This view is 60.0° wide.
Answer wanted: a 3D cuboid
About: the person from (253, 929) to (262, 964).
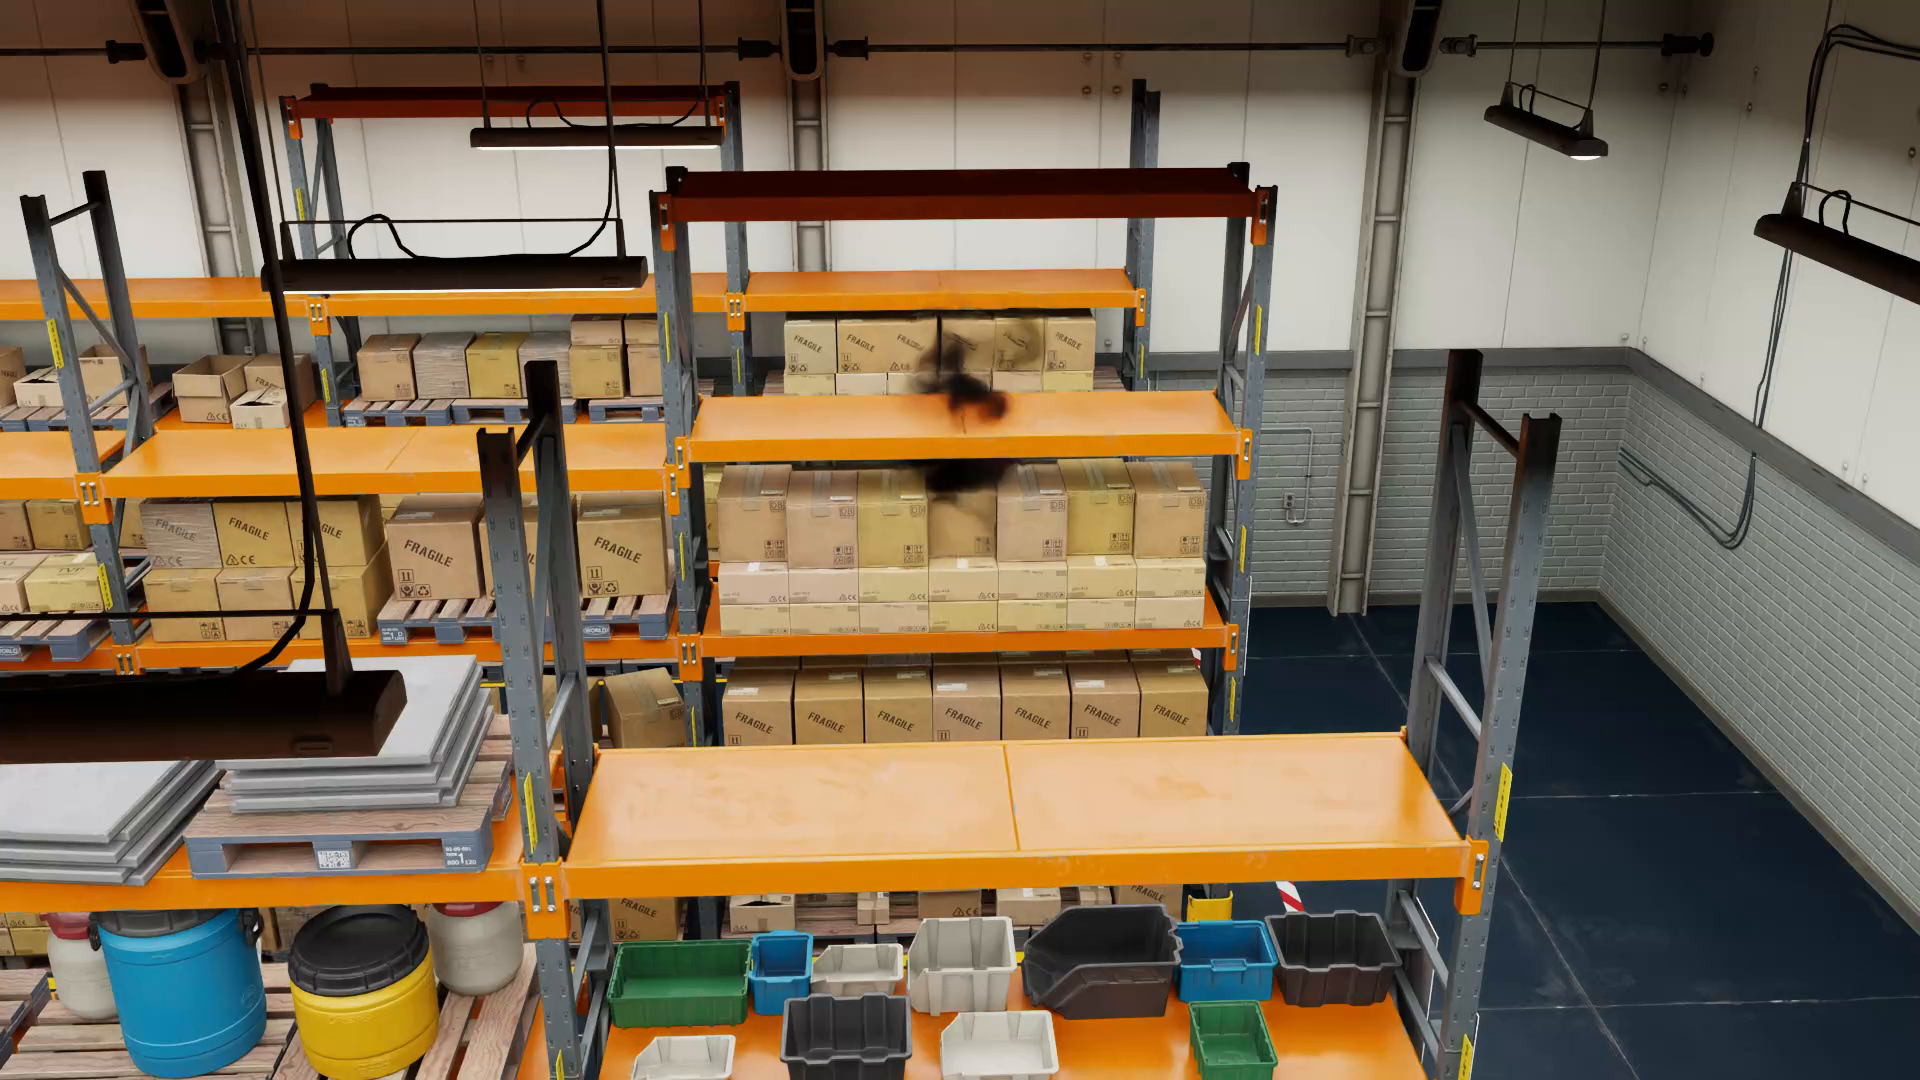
[{"bbox_3d":[-4.789,3.174,10.998,0.614,1.757,0.685,-3,22,-6],"label":"person"}]
